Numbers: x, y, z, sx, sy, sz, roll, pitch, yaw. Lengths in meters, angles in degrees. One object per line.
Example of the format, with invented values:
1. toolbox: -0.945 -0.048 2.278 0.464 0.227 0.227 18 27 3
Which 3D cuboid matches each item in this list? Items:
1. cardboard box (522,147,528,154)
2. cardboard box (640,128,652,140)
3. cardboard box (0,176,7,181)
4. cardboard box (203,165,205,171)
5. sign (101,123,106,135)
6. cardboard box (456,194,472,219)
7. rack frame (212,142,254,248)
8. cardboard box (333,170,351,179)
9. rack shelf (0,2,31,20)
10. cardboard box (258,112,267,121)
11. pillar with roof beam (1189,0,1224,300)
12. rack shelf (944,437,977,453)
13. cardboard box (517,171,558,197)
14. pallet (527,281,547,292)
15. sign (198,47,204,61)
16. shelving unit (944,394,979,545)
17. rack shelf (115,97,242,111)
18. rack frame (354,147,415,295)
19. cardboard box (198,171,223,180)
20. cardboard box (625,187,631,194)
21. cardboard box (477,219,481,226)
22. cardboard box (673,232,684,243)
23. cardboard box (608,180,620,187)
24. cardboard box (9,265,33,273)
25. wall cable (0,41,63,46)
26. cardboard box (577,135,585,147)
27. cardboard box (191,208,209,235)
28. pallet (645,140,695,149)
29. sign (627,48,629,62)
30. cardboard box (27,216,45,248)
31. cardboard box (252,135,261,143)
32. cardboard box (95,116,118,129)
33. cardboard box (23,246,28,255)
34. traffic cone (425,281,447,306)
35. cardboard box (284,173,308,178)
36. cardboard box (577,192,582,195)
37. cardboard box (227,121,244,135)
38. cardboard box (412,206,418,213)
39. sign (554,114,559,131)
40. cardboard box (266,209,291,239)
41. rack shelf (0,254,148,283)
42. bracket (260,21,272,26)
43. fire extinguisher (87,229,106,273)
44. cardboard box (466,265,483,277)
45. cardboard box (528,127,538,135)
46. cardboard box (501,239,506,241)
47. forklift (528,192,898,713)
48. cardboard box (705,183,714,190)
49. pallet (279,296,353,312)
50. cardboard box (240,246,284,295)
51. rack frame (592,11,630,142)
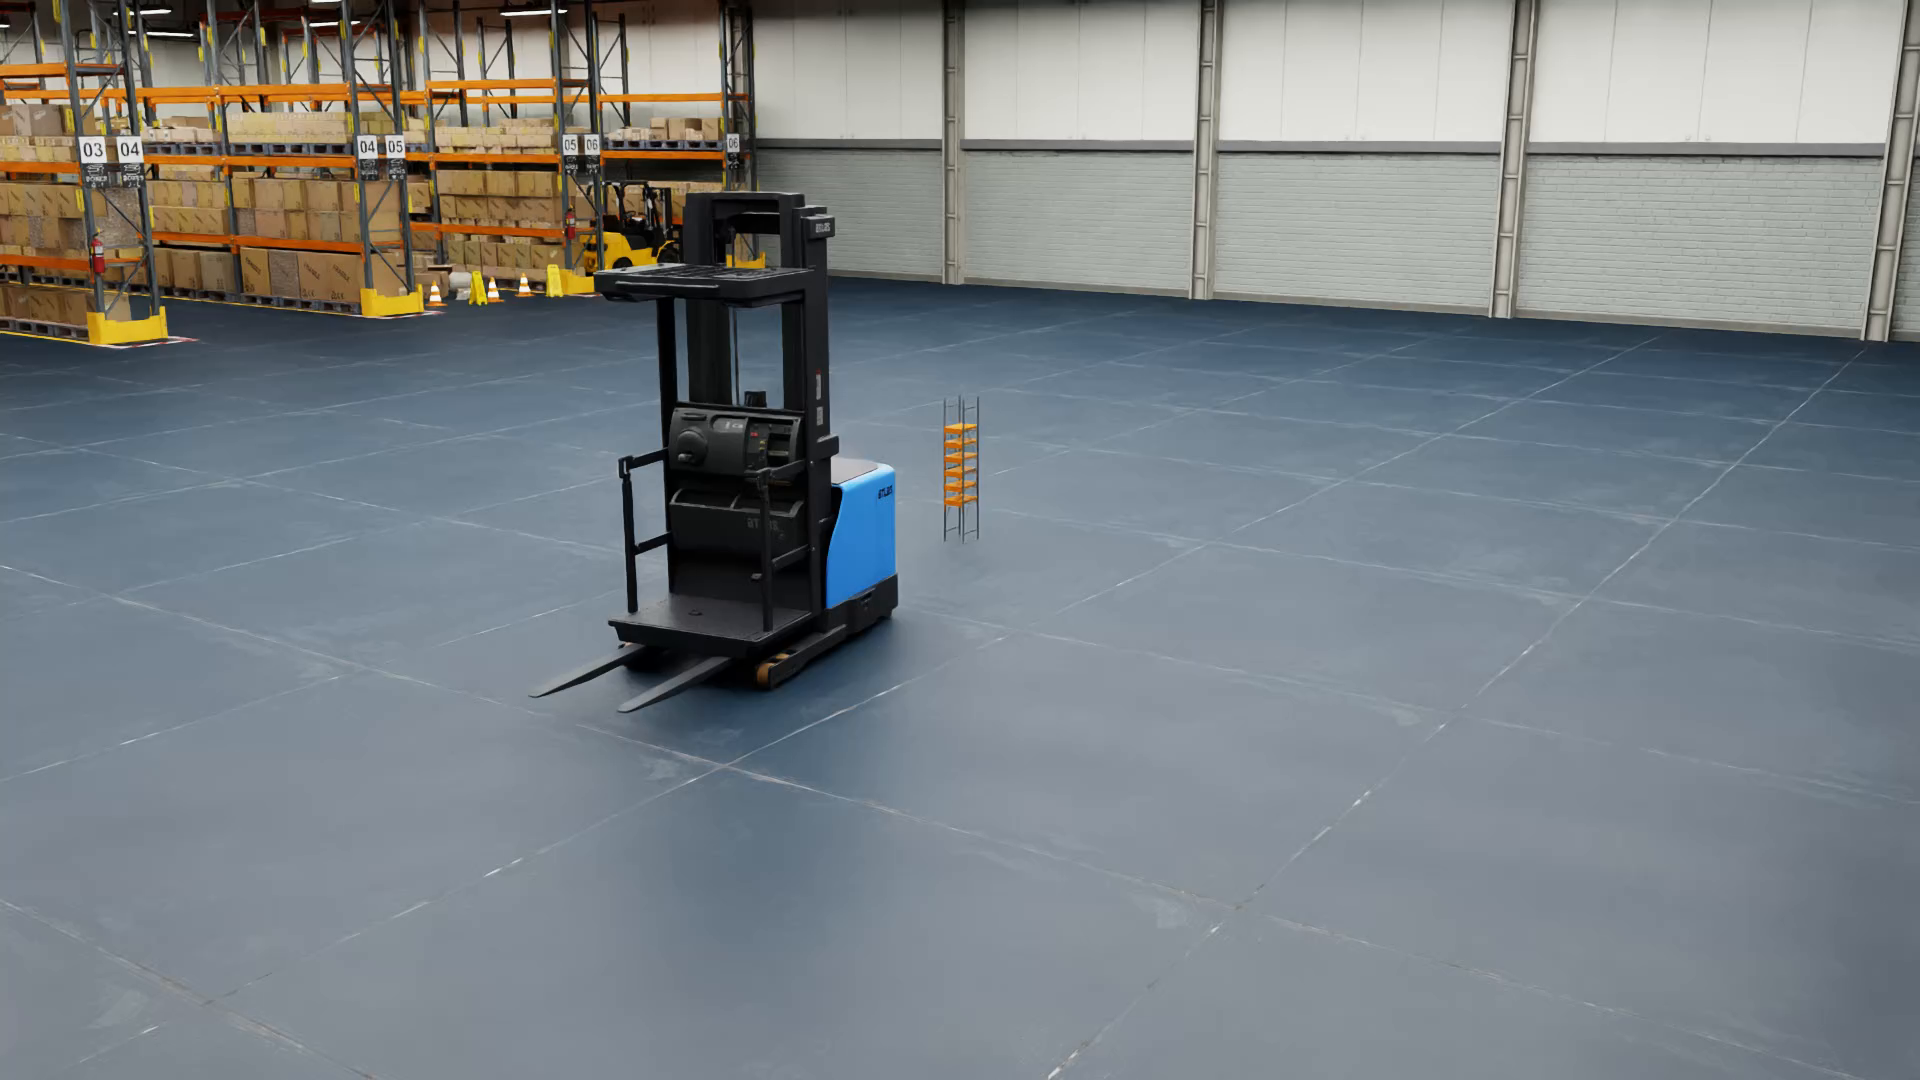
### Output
1. cardboard box: -8.862 -8.088 34.536 0.250 0.149 0.380 9 17 33
2. cardboard box: -7.301 -9.556 39.139 0.258 0.266 0.396 9 16 31
3. cardboard box: -17.242 -5.836 29.033 1.000 1.000 1.000 9 17 33
4. cardboard box: -18.359 -9.139 40.859 0.250 0.149 0.380 10 17 34
5. sign: -17.432 -8.317 33.861 0.005 0.325 0.100 9 17 33
6. cardboard box: -10.491 -7.198 35.831 0.500 0.500 0.500 9 17 33
7. rack frame: -17.768 -8.255 40.928 0.127 3.000 1.000 9 17 33
8. cardboard box: -16.849 -9.902 45.712 0.500 0.500 0.500 10 17 34
9. rack shelf: -22.106 -11.699 36.936 4.000 0.370 1.077 9 17 33
10. cardboard box: -12.849 -7.902 31.042 0.250 0.149 0.380 9 17 33
11. pillar with roof beam: 2.436 -8.353 28.841 0.400 9.000 9.100 9 17 33
12. rack shelf: 0.012 -0.770 13.624 0.180 0.103 0.258 9 17 33
13. cardboard box: -8.772 -7.418 34.641 0.500 0.500 0.700 9 17 33
14. pallet: -8.528 -5.418 35.272 1.213 0.211 1.003 9 17 33
15. sign: -18.098 -11.590 39.643 0.005 0.325 0.100 9 17 33
16. shelving unit: 0.012 -0.580 13.671 0.189 1.200 0.258 9 17 33
17. rack shelf: -19.428 -10.892 41.426 4.000 0.370 1.077 9 17 33
18. rack frame: -10.490 -5.645 30.386 0.127 3.000 1.000 9 17 33
19. cardboard box: -18.314 -8.797 40.829 0.500 0.500 0.500 9 17 32
20. cardboard box: -7.798 -8.377 39.862 0.250 0.149 0.380 9 17 33
21. cardboard box: -10.147 -6.831 35.700 0.250 0.149 0.380 9 17 33
22. cardboard box: -6.451 -7.123 39.123 0.500 0.250 0.500 9 17 34
23. cardboard box: -8.264 -8.578 40.057 0.250 0.149 0.380 10 17 34
24. cardboard box: -20.962 -6.059 37.117 0.250 0.149 0.380 9 17 34
25. wall cable: -25.542 -12.560 45.834 0.029 3.000 2.355 9 17 33
26. cardboard box: -8.079 -8.294 34.536 0.500 0.250 0.500 9 16 32
27. cardboard box: -14.810 -6.315 32.882 0.500 0.500 0.500 9 17 32
28. pallet: -6.632 -9.313 39.142 1.213 0.211 1.003 9 17 33
29. sign: -8.033 -11.722 40.176 0.005 0.325 0.100 9 17 33
30. cardboard box: -14.655 -5.061 27.198 0.500 0.500 0.875 9 17 33
31. cardboard box: -13.066 -7.550 31.278 0.250 0.149 0.380 9 16 32
32. cardboard box: -17.608 -8.597 34.265 0.258 0.266 0.396 9 17 33
33. cardboard box: -15.165 -4.773 27.383 0.250 0.149 0.380 9 17 33
34. traffic cone: -10.138 -4.768 32.122 0.334 0.463 0.336 9 17 33
35. cardboard box: -15.454 -8.337 38.970 0.500 0.500 0.500 10 17 34
36. cardboard box: -9.344 -8.425 40.885 0.500 0.250 0.500 9 16 31
37. cardboard box: -13.559 -7.840 31.622 0.500 0.250 0.500 9 17 33
38. cardboard box: -11.920 -7.317 36.788 0.250 0.149 0.380 9 16 31
39. sign: -8.137 -8.424 33.524 0.005 0.325 0.100 9 17 33
40. cardboard box: -12.644 -6.042 31.677 0.550 0.550 0.875 9 17 33
41. rack shelf: -15.001 -4.589 27.615 4.000 0.370 1.077 9 17 33
42. bracket: -19.908 -14.856 47.618 0.430 0.232 0.235 9 17 33
43. fire extinguisher: -13.504 -4.525 26.021 0.183 0.674 0.296 9 17 33
44. cardboard box: -10.342 -5.849 36.057 0.500 0.250 0.500 10 17 36
45. cardboard box: -8.671 -8.426 34.241 0.250 0.149 0.380 9 16 32
46. cardboard box: -10.066 -6.322 36.406 0.500 0.500 0.500 10 17 34
47. forklift: -1.505 -0.629 10.264 1.130 2.935 3.031 6 15 24
48. cardboard box: -5.680 -8.177 38.435 0.250 0.149 0.380 9 17 33
49. pallet: -12.205 -4.547 31.752 1.213 0.211 1.003 9 17 33
50. cardboard box: -13.326 -5.256 32.360 0.875 0.875 0.875 9 17 34
51. rack frame: -8.363 -11.085 39.874 0.127 3.000 1.000 9 17 33
